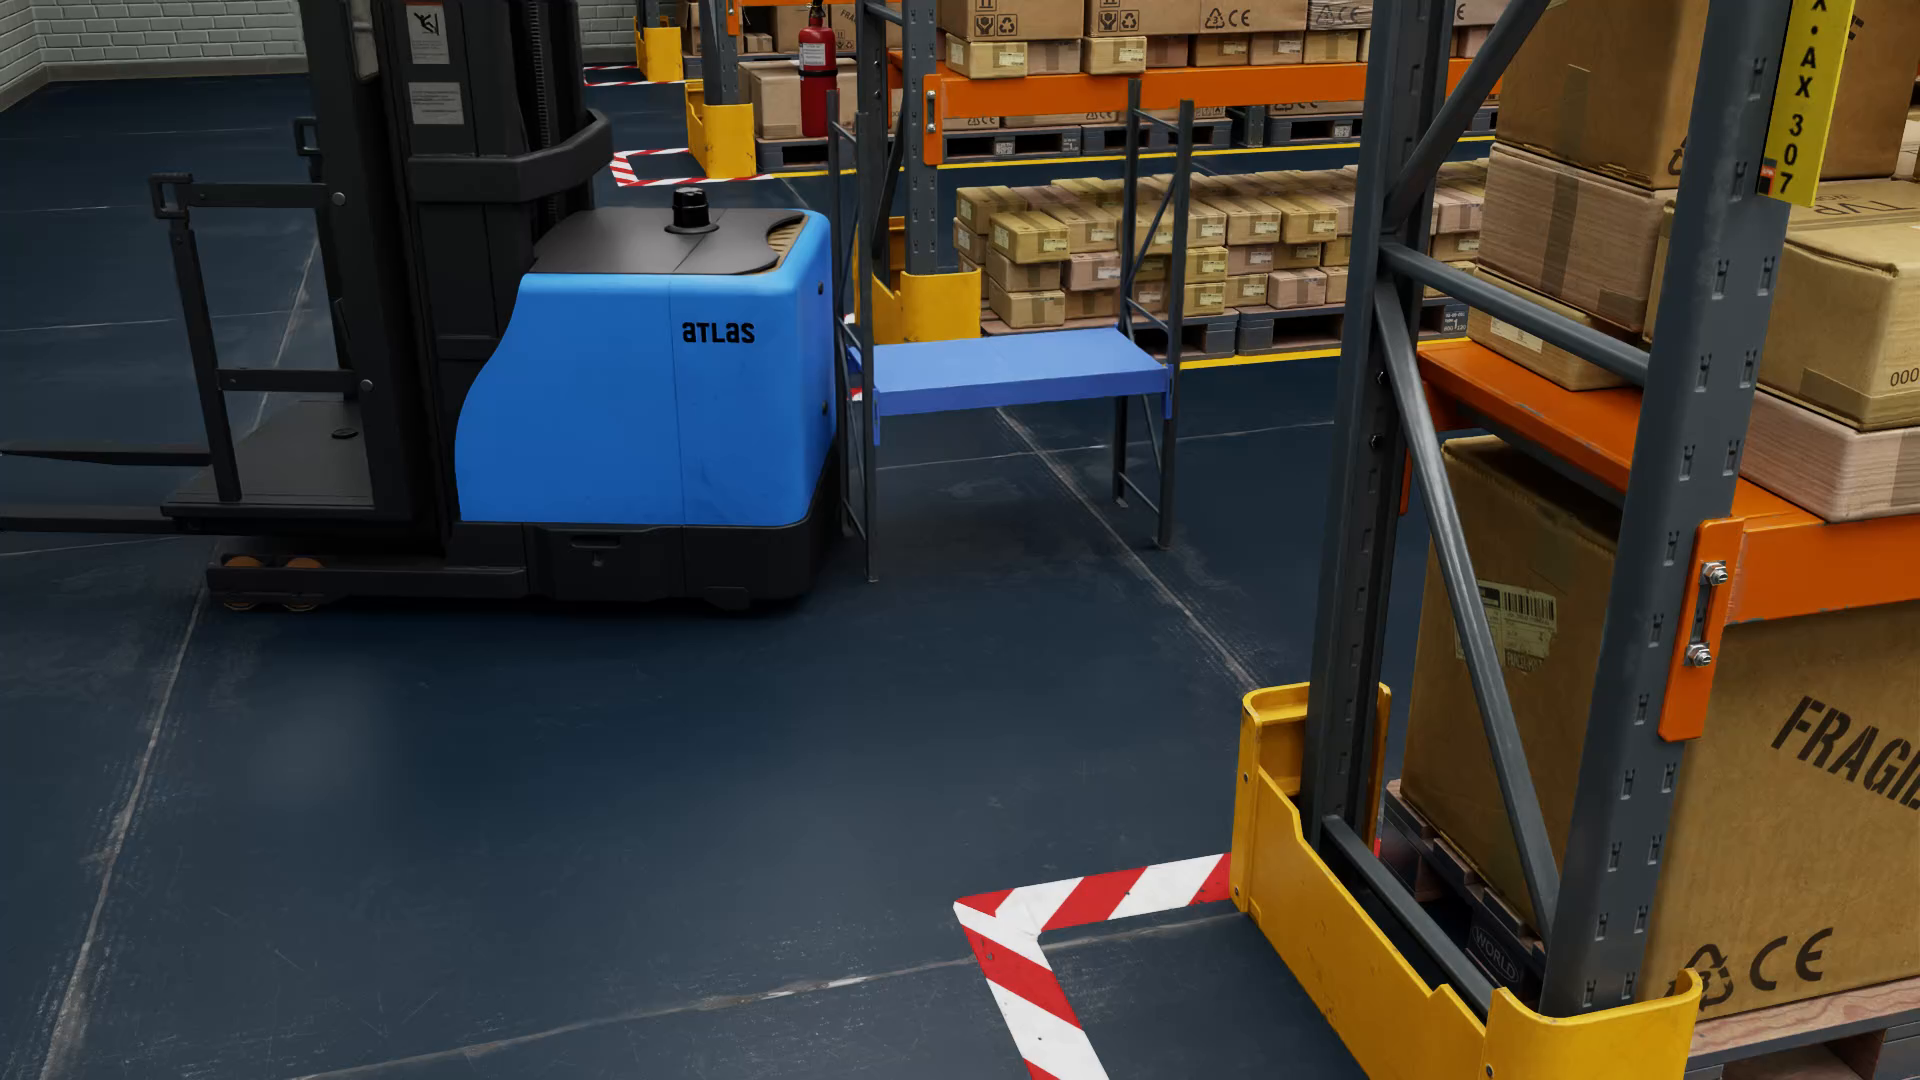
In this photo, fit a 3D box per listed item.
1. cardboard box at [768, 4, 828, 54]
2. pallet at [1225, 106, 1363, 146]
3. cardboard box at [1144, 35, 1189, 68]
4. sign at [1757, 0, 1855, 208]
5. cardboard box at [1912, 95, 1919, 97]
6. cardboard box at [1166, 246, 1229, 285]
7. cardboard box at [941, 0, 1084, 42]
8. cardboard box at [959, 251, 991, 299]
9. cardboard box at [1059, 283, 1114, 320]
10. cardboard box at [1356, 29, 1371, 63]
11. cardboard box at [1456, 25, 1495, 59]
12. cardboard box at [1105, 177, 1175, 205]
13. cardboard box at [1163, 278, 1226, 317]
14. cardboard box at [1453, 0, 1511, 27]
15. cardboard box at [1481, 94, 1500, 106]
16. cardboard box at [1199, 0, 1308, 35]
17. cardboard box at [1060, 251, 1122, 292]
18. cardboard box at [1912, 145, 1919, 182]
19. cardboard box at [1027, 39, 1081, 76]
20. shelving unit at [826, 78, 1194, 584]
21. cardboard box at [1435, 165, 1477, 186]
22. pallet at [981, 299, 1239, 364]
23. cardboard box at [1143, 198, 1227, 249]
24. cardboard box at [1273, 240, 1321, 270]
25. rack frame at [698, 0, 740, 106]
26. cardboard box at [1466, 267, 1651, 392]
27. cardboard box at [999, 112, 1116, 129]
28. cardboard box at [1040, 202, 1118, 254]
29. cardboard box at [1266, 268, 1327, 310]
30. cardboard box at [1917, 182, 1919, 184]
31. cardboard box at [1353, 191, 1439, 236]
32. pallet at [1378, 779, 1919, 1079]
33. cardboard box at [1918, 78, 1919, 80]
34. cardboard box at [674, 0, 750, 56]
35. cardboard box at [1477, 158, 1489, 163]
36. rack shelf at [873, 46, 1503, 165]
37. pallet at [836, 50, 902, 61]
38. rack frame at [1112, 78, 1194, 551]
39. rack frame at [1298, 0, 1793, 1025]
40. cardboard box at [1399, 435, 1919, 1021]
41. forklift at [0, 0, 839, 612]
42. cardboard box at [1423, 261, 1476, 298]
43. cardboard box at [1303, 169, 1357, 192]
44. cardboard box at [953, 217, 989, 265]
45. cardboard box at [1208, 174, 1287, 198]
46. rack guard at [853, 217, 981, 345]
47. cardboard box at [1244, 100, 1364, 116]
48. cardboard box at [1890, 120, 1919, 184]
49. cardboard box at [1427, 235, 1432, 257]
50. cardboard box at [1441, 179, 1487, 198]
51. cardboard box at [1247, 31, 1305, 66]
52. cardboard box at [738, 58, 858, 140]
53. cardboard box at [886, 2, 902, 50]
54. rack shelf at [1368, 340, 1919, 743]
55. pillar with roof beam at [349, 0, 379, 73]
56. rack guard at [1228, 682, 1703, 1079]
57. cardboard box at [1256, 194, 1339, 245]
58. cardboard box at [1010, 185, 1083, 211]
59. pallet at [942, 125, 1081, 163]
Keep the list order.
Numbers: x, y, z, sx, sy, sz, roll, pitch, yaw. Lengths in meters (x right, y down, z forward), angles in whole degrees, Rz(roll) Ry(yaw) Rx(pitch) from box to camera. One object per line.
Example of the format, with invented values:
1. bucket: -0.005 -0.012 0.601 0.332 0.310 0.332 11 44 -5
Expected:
1. cardboard box: -1.621 -5.174 16.642 0.500 0.500 0.700 -5 24 -12
2. pallet: 2.850 -3.396 13.396 1.213 0.211 1.003 -6 24 -14
3. cardboard box: 0.831 -2.197 7.385 0.250 0.149 0.380 -5 24 -12
4. sign: 1.097 -0.601 2.148 0.005 0.325 0.100 -6 24 -14
5. cardboard box: 5.349 -2.175 8.702 0.500 0.250 0.500 -5 24 -12
6. cardboard box: 1.051 -1.303 7.689 0.250 0.149 0.380 -6 24 -13
7. cardboard box: 0.217 -2.397 7.029 0.500 0.500 0.500 -5 24 -12
8. cardboard box: 0.161 -1.290 8.035 0.250 0.149 0.380 -6 24 -13
9. cardboard box: 0.531 -1.148 7.704 0.250 0.149 0.380 -6 24 -15
10. cardboard box: 1.864 -2.269 7.553 0.250 0.149 0.380 -6 24 -13
11. cardboard box: 2.349 -2.330 7.695 0.250 0.149 0.380 -7 24 -17
12. cardboard box: 0.890 -1.665 8.155 0.250 0.149 0.380 -7 24 -16
13. cardboard box: 1.044 -1.163 7.738 0.250 0.149 0.380 -6 24 -14
14. cardboard box: 2.193 -2.614 7.535 0.500 0.500 0.500 -6 24 -15
15. cardboard box: 4.431 -4.074 13.602 0.875 0.875 0.875 -6 24 -14
16. cardboard box: 1.201 -2.511 7.295 0.500 0.500 0.500 -6 24 -14
17. cardboard box: 0.563 -1.257 7.582 0.250 0.149 0.380 -6 24 -15
18. cardboard box: 1.969 -0.792 2.654 0.500 0.500 0.500 -7 24 -16
19. cardboard box: 0.345 -2.109 7.180 0.250 0.149 0.380 -5 24 -12
20. shelving unit: 0.146 -0.695 5.468 1.048 1.500 0.538 -6 24 -14
21. cardboard box: 2.418 -1.807 8.486 0.250 0.149 0.380 -7 24 -16
22. pallet: 0.575 -1.072 7.980 1.213 0.211 1.003 -6 24 -14
23. cardboard box: 1.033 -1.466 7.691 0.250 0.149 0.380 -8 24 -17
24. cardboard box: 1.531 -1.412 7.943 0.250 0.149 0.380 -5 24 -12
25. rack frame: -1.724 -4.140 11.595 0.127 3.000 1.000 -6 24 -14
26. cardboard box: 1.207 -0.425 3.256 0.250 0.149 0.380 -6 24 -13
27. cardboard box: 0.632 -3.460 12.727 0.875 0.438 0.875 -7 24 -16
28. cardboard box: 0.539 -1.430 7.607 0.250 0.149 0.380 -6 24 -13
29. cardboard box: 1.527 -1.219 7.871 0.250 0.149 0.380 -8 24 -17
30. cardboard box: 1.986 -0.452 2.813 0.500 0.250 0.500 -7 24 -15
31. cardboard box: 2.053 -1.551 7.888 0.250 0.149 0.380 -7 24 -16
32. pallet: 1.701 0.789 3.644 1.213 0.211 1.003 -6 24 -14
33. cardboard box: 5.715 -2.429 9.294 0.500 0.250 0.500 -6 24 -14
34. cardboard box: -2.454 -5.099 16.464 0.637 0.503 0.797 -7 24 -16
35. cardboard box: 2.893 -1.889 8.677 0.250 0.149 0.380 -5 24 -12
36. rack shelf: 1.636 -2.154 7.879 4.000 0.370 1.077 -6 24 -14
37. pallet: -1.056 -4.965 17.053 1.213 0.211 1.003 -6 24 -14
38. rack frame: 0.637 -0.747 5.589 0.032 1.500 0.500 -6 24 -14
39. rack frame: 0.953 -0.378 2.827 0.127 3.000 1.000 -6 24 -14
40. cardboard box: 1.547 0.307 3.393 0.875 0.875 0.875 -6 24 -14
41. forklift: -1.957 -1.328 5.129 3.031 2.935 1.130 1 23 2
42. cardboard box: 2.279 -1.299 8.057 0.250 0.149 0.380 -6 24 -14
43. cardboard box: 1.910 -1.751 8.355 0.250 0.149 0.380 -7 24 -17
44. cardboard box: 0.141 -1.456 8.045 0.250 0.149 0.380 -7 24 -16
45. cardboard box: 1.418 -1.701 8.238 0.250 0.149 0.380 -7 24 -16
46. rack guard: -0.217 -1.131 7.752 0.348 0.500 1.175 -6 24 -14
47. cardboard box: 2.702 -3.879 13.149 0.875 0.875 0.875 -6 24 -13
48. cardboard box: 1.836 -0.652 3.278 0.500 0.250 0.500 -7 24 -15
49. cardboard box: 2.062 -1.450 8.030 0.250 0.149 0.380 -7 24 -17
50. cardboard box: 2.545 -1.648 8.115 0.250 0.149 0.380 -6 24 -13
51. cardboard box: 1.344 -2.232 7.467 0.250 0.149 0.380 -7 24 -15
52. cardboard box: -1.116 -3.264 12.270 0.875 0.438 0.875 -7 24 -16
53. cardboard box: -0.621 -5.285 16.900 0.500 0.500 0.700 -7 24 -16
54. rack shelf: 2.878 -0.260 3.465 4.000 0.370 1.077 -6 24 -14
55. pillar with roof beam: -4.745 -7.202 11.122 0.400 9.000 9.100 -6 24 -14
56. rack guard: 0.930 0.773 3.314 0.348 0.500 1.175 -6 24 -14
57. cardboard box: 1.568 -1.503 7.776 0.250 0.149 0.380 -6 24 -14
58. cardboard box: 0.409 -1.586 7.970 0.250 0.149 0.380 -6 24 -13
59. pallet: 0.197 -3.102 12.712 1.213 0.211 1.003 -6 24 -14
